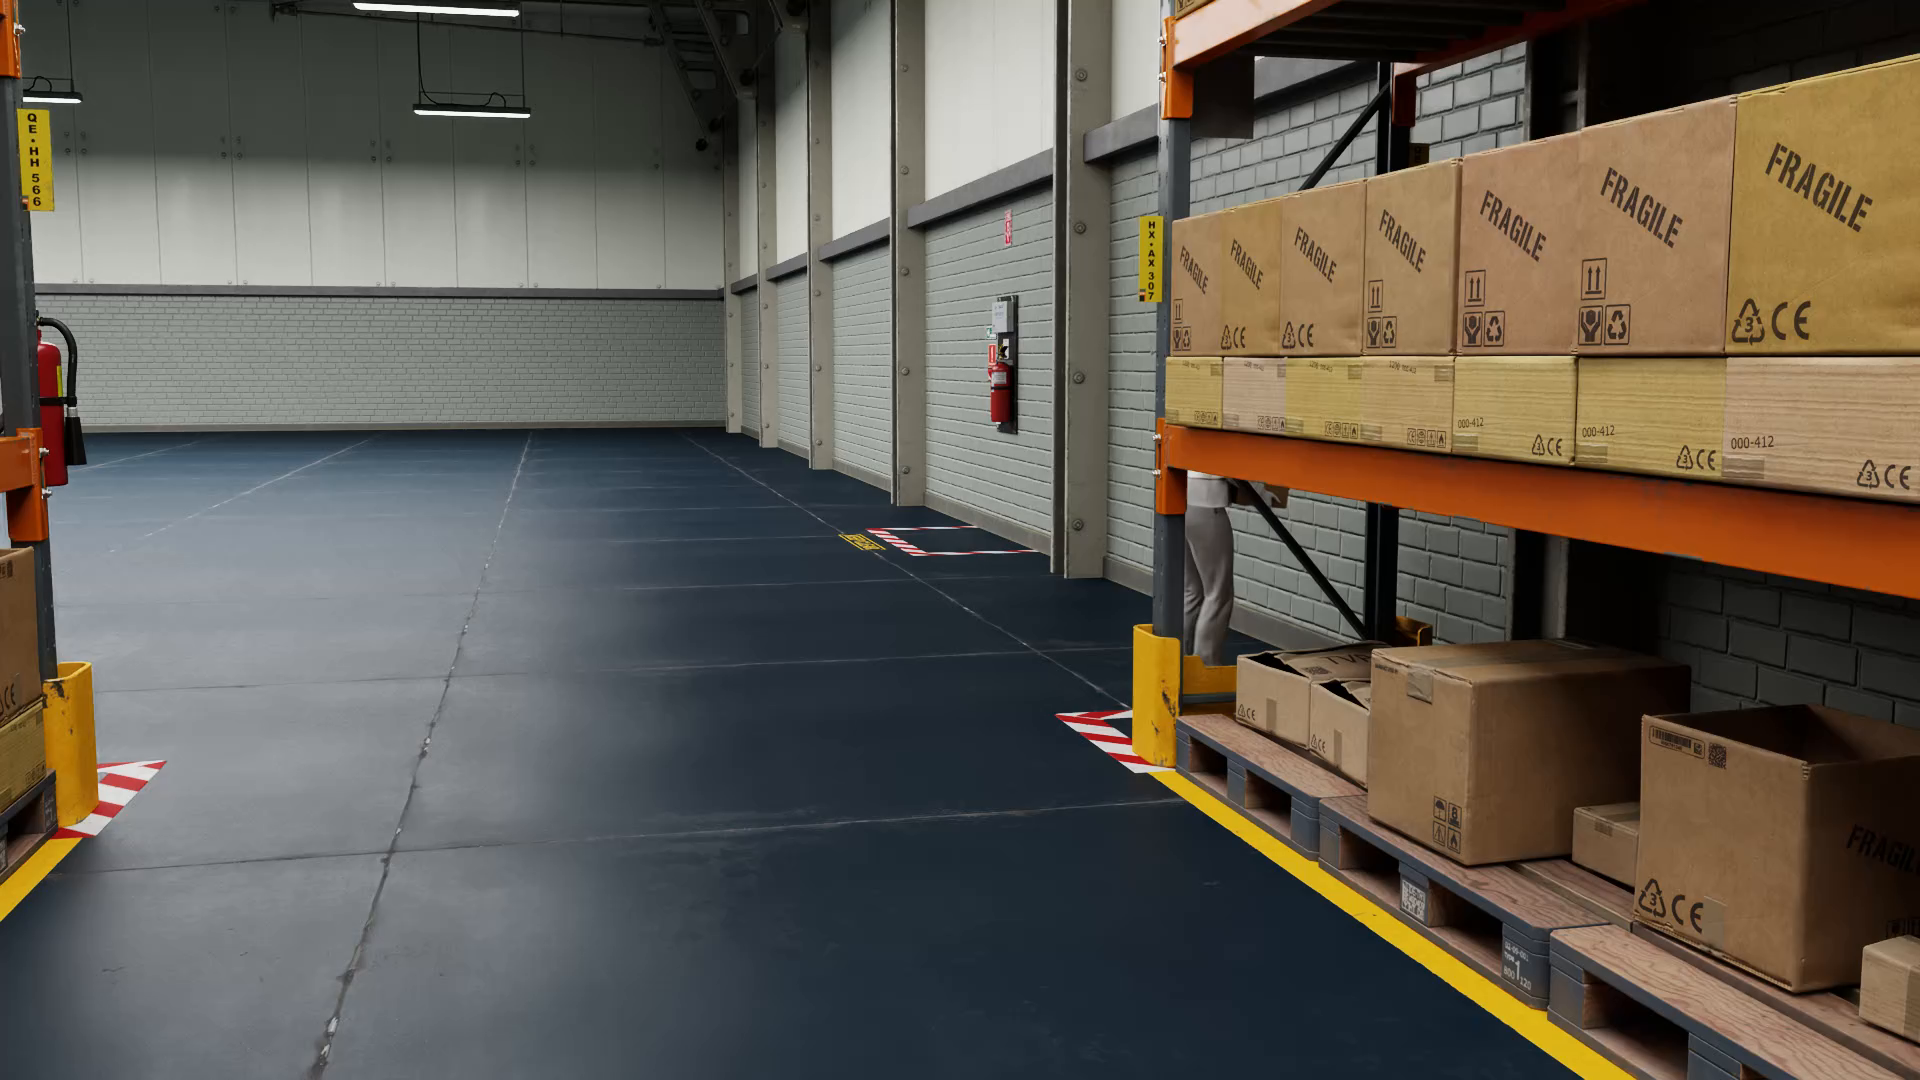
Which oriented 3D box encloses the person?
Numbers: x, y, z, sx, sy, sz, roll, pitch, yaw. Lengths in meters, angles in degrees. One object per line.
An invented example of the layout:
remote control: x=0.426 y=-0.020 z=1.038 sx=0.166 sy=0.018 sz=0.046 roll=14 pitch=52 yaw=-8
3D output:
person: x=1.161 y=-0.122 z=7.677 sx=0.557 sy=1.686 sz=0.460 roll=-1 pitch=6 yaw=-13
